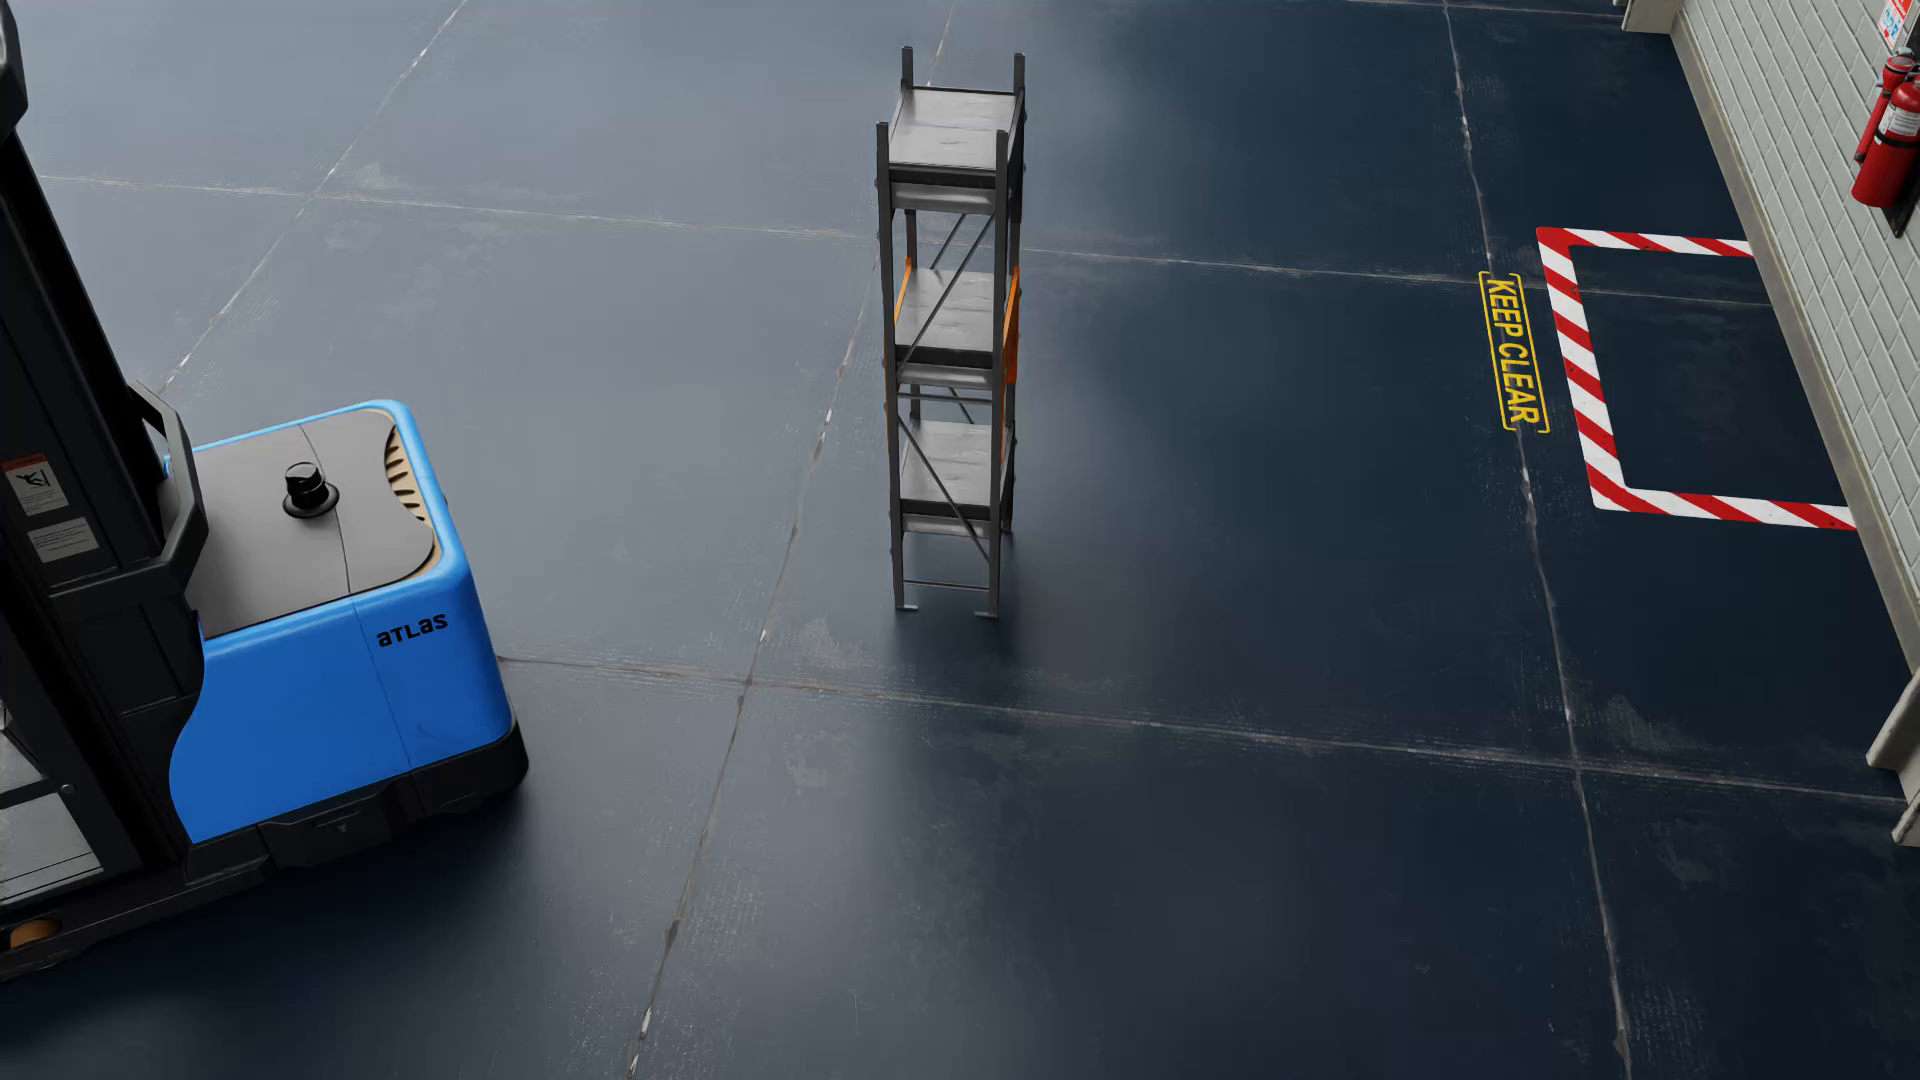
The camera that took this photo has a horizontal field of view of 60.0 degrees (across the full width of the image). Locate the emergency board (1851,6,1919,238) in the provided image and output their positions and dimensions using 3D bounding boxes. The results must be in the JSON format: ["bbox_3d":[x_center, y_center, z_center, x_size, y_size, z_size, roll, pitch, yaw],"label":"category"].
[{"bbox_3d":[3.727,-1.856,6.529,0.194,1.169,0.643,5,44,6],"label":"emergency board"}]

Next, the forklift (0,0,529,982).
[{"bbox_3d":[-3.064,-0.055,4.676,3.031,2.935,1.130,-18,46,-18],"label":"forklift"}]

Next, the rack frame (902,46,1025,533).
[{"bbox_3d":[0.010,-0.816,6.085,0.400,2.100,0.015,5,44,6],"label":"rack frame"}]

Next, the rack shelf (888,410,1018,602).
[{"bbox_3d":[-0.022,-0.131,6.400,0.431,0.518,0.480,5,44,6],"label":"rack shelf"}]

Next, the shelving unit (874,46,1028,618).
[{"bbox_3d":[-0.022,-0.650,5.909,0.431,2.100,0.503,5,44,6],"label":"shelving unit"}]

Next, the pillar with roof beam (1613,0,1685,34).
[{"bbox_3d":[-0.112,-6.834,7.423,9.100,9.000,0.400,5,44,6],"label":"pillar with roof beam"}]

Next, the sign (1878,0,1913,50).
[{"bbox_3d":[3.902,-2.237,6.904,0.001,0.329,0.234,5,44,6],"label":"sign"}]

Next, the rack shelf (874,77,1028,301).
[{"bbox_3d":[-0.022,-1.148,5.437,0.431,0.518,0.480,5,44,6],"label":"rack shelf"}]

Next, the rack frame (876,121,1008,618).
[{"bbox_3d":[-0.054,-0.483,5.733,0.400,2.100,0.015,5,44,6],"label":"rack frame"}]

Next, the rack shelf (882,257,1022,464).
[{"bbox_3d":[-0.022,-0.640,5.918,0.431,0.518,0.480,5,44,6],"label":"rack shelf"}]
